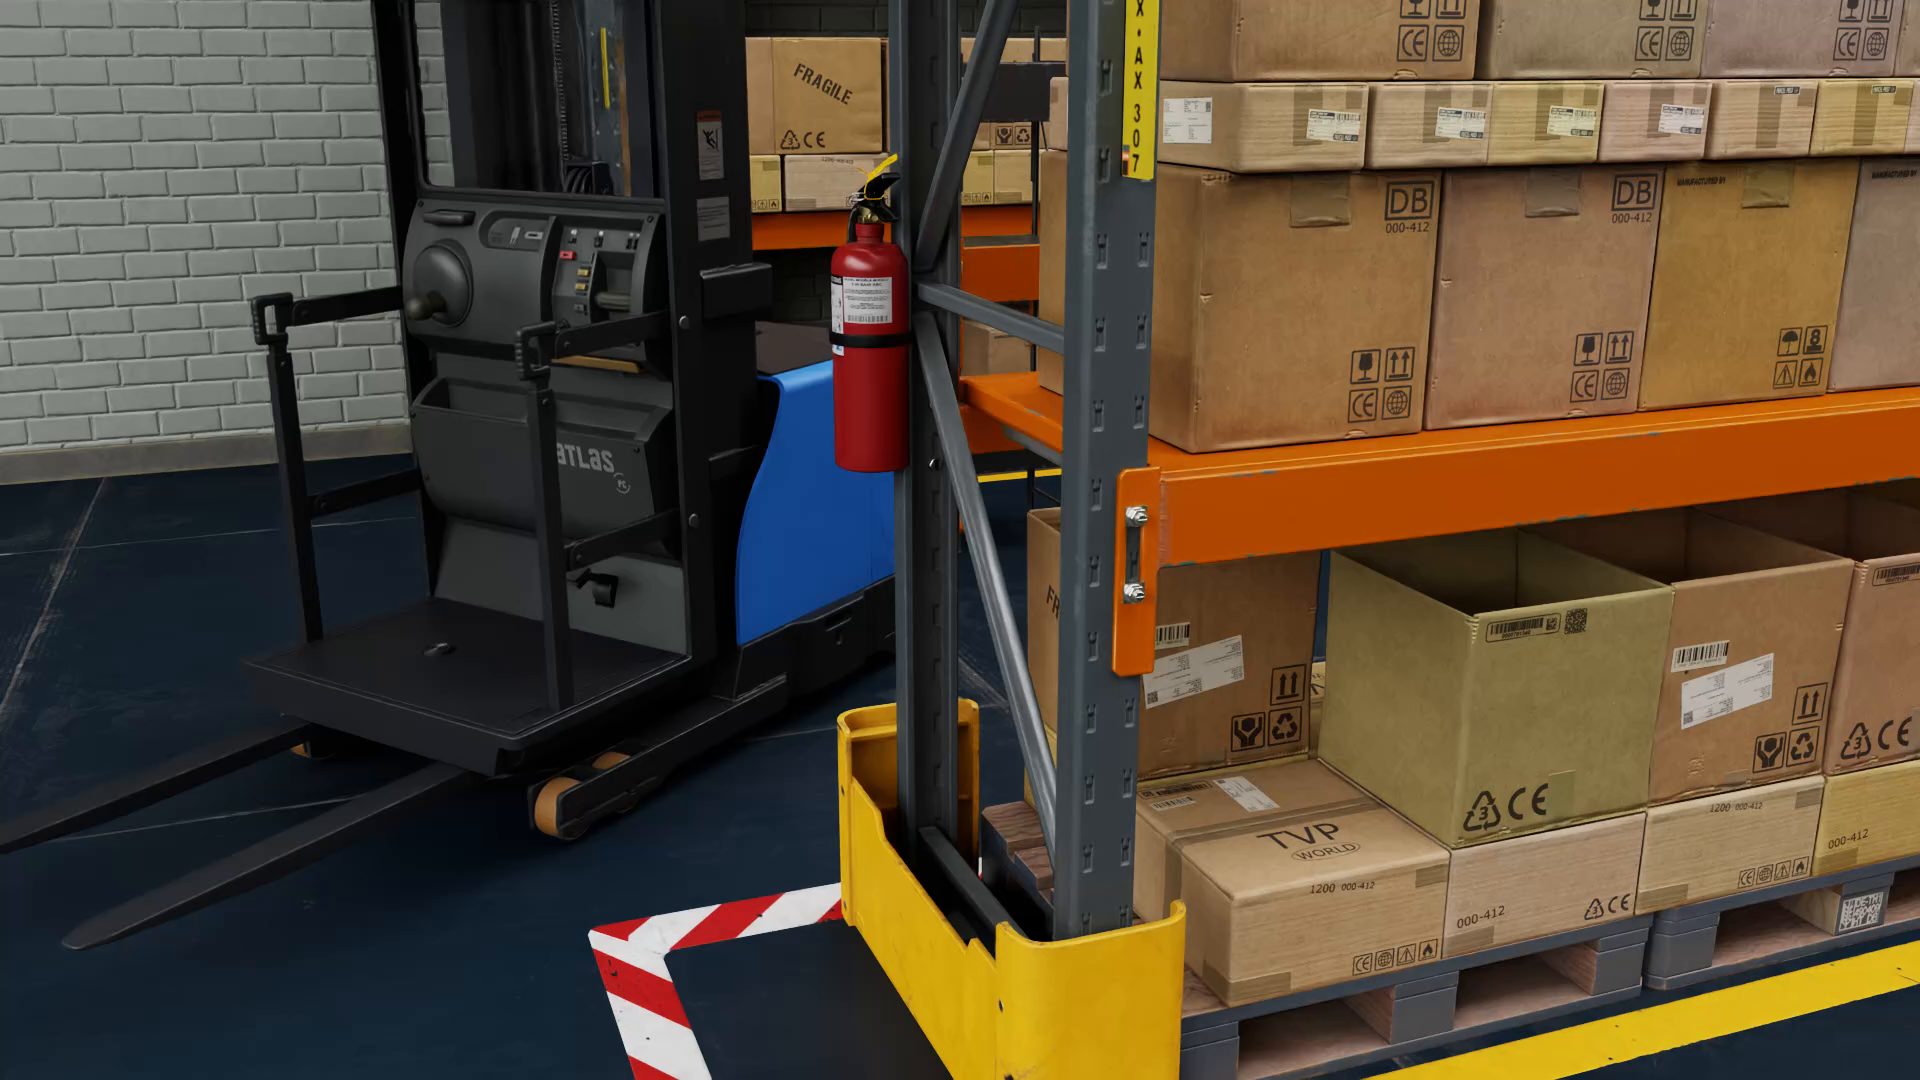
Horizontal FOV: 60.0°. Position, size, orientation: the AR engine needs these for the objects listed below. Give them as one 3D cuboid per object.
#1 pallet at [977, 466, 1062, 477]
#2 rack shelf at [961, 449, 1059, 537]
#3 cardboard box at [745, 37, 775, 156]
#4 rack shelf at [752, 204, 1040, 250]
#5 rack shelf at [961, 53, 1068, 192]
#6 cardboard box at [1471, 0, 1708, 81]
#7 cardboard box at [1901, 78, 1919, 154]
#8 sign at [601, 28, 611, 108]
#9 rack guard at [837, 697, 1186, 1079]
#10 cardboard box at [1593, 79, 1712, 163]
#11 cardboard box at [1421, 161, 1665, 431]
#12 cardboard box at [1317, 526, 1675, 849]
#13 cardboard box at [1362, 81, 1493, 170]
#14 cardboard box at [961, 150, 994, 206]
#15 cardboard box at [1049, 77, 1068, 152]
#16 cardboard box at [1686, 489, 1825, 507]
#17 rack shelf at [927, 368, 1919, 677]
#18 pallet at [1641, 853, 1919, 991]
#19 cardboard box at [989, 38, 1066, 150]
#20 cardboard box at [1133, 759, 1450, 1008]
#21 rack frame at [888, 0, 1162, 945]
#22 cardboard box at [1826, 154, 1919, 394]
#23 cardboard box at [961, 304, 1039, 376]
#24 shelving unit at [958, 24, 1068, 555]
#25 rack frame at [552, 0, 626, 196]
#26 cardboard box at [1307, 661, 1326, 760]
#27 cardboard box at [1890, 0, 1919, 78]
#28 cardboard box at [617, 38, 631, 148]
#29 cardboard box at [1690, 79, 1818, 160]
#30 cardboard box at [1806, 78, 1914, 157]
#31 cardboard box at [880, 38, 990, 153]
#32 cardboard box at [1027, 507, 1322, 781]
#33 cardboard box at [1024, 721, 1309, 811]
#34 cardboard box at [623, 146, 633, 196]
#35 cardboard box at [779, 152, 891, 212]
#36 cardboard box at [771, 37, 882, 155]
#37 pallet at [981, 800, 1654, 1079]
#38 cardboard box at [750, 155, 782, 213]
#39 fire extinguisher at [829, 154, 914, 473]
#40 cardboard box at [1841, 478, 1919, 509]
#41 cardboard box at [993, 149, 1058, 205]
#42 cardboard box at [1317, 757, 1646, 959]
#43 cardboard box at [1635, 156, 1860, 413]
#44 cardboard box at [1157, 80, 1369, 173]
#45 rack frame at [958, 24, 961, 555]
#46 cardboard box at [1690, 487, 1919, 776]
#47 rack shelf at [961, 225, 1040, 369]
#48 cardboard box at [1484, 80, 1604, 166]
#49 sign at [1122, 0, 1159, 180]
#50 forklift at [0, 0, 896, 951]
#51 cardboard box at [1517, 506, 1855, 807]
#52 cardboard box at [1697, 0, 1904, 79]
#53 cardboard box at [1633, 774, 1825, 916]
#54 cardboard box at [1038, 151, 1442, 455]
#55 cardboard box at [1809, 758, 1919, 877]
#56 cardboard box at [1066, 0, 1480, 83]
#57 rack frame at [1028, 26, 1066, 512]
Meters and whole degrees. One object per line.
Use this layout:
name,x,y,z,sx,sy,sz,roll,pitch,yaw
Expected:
pallet,0.289,-0.585,8.714,1.213,0.211,1.003,-6,17,-20
rack shelf,0.155,-0.339,7.060,0.480,0.518,0.431,-6,17,-20
cardboard box,-1.138,-1.987,7.440,0.500,0.500,0.500,-6,17,-20
rack shelf,0.177,-1.577,8.421,4.000,0.370,1.077,-6,17,-20
rack shelf,0.155,-1.683,6.666,0.480,0.518,0.431,-6,17,-20
cardboard box,1.064,-1.191,3.351,0.500,0.500,0.700,-7,18,-22
cardboard box,1.964,-0.914,3.559,0.250,0.149,0.380,-6,17,-20
sign,-1.497,-1.993,7.025,0.005,0.325,0.100,-6,17,-20
rack guard,0.063,0.784,3.540,0.348,0.500,1.175,-6,17,-20
cardboard box,1.244,-0.836,3.294,0.250,0.149,0.380,-6,18,-21
cardboard box,1.014,-0.563,3.515,0.500,0.500,0.700,-6,17,-19
cardboard box,1.132,0.294,3.577,0.500,0.500,0.500,-6,17,-20
cardboard box,0.774,-0.787,3.125,0.250,0.149,0.380,-7,18,-22
cardboard box,-0.164,-1.730,7.895,0.500,0.250,0.500,-6,18,-21
cardboard box,0.374,-0.865,3.392,0.250,0.149,0.380,-6,18,-21
cardboard box,1.875,0.053,4.396,0.500,0.500,0.500,-6,17,-20
rack shelf,1.953,-0.274,3.984,4.000,0.370,1.077,-6,17,-20
pallet,1.922,0.710,4.304,1.213,0.211,1.003,-6,17,-20
cardboard box,0.290,-2.140,7.961,0.500,0.500,0.500,-6,17,-18
cardboard box,0.665,0.705,3.509,0.500,0.250,0.500,-6,17,-20
rack frame,0.085,-0.417,3.196,0.127,3.000,1.000,-6,17,-20
cardboard box,1.970,-0.666,3.865,0.500,0.500,0.700,-6,17,-18
cardboard box,0.223,-0.896,8.483,0.500,0.500,0.700,-7,18,-24
shelving unit,0.155,-1.024,6.859,0.503,2.100,0.431,-6,17,-20
rack frame,-1.691,-1.720,7.633,0.127,3.000,1.000,-6,17,-20
cardboard box,0.943,0.515,4.155,0.500,0.250,0.500,-6,17,-20
cardboard box,2.002,-1.293,3.697,0.500,0.500,0.700,-6,17,-20
cardboard box,-1.327,-2.121,7.898,0.500,0.500,0.500,-6,18,-21
cardboard box,1.492,-0.864,3.388,0.250,0.149,0.380,-7,18,-22
cardboard box,1.730,-0.890,3.476,0.250,0.149,0.380,-6,18,-21
cardboard box,-0.188,-2.084,7.773,0.500,0.500,0.500,-7,18,-22
cardboard box,0.479,0.208,3.869,0.500,0.500,0.500,-6,17,-20
cardboard box,0.480,0.569,3.973,0.500,0.250,0.500,-6,17,-20
cardboard box,-1.324,-1.756,7.985,0.500,0.250,0.500,-6,17,-19
cardboard box,-0.642,-1.680,7.725,0.500,0.250,0.500,-7,18,-22
cardboard box,-0.673,-2.034,7.601,0.500,0.500,0.500,-6,17,-20
pallet,0.784,0.832,3.889,1.213,0.211,1.003,-6,17,-20
cardboard box,-1.122,-1.624,7.534,0.500,0.250,0.500,-7,18,-22
fire extinguisher,-0.192,-0.491,3.582,0.183,0.674,0.296,-6,17,-20
cardboard box,2.529,0.140,4.101,0.500,0.500,0.500,-6,17,-20
cardboard box,0.309,-1.780,8.066,0.500,0.250,0.500,-6,17,-20
cardboard box,1.131,0.653,3.684,0.500,0.250,0.500,-6,17,-20
cardboard box,1.480,-0.612,3.681,0.500,0.500,0.700,-6,17,-20
cardboard box,0.528,-0.760,3.032,0.250,0.149,0.380,-6,18,-20
rack frame,-0.073,-1.000,6.775,0.015,2.100,0.400,-6,17,-20
cardboard box,2.067,0.195,3.916,0.500,0.500,0.500,-6,17,-20
rack shelf,0.155,-1.011,6.863,0.480,0.518,0.431,-6,17,-20
cardboard box,1.007,-0.812,3.210,0.250,0.149,0.380,-6,17,-20
sign,0.278,-0.724,2.563,0.005,0.325,0.100,-6,17,-20
forklift,-1.322,-0.761,4.487,1.130,2.935,3.031,10,19,30
cardboard box,1.594,0.240,3.760,0.500,0.500,0.500,-6,17,-20
cardboard box,1.535,-1.242,3.525,0.500,0.500,0.700,-6,17,-20
cardboard box,1.598,0.603,3.855,0.500,0.250,0.500,-6,17,-20
cardboard box,0.526,-0.509,3.331,0.500,0.500,0.700,-6,17,-20
cardboard box,2.067,0.554,4.022,0.500,0.250,0.500,-6,17,-20
cardboard box,0.575,-1.137,3.166,0.500,0.500,0.700,-6,17,-20
rack frame,0.382,-1.049,6.943,0.015,2.100,0.400,-6,17,-20
